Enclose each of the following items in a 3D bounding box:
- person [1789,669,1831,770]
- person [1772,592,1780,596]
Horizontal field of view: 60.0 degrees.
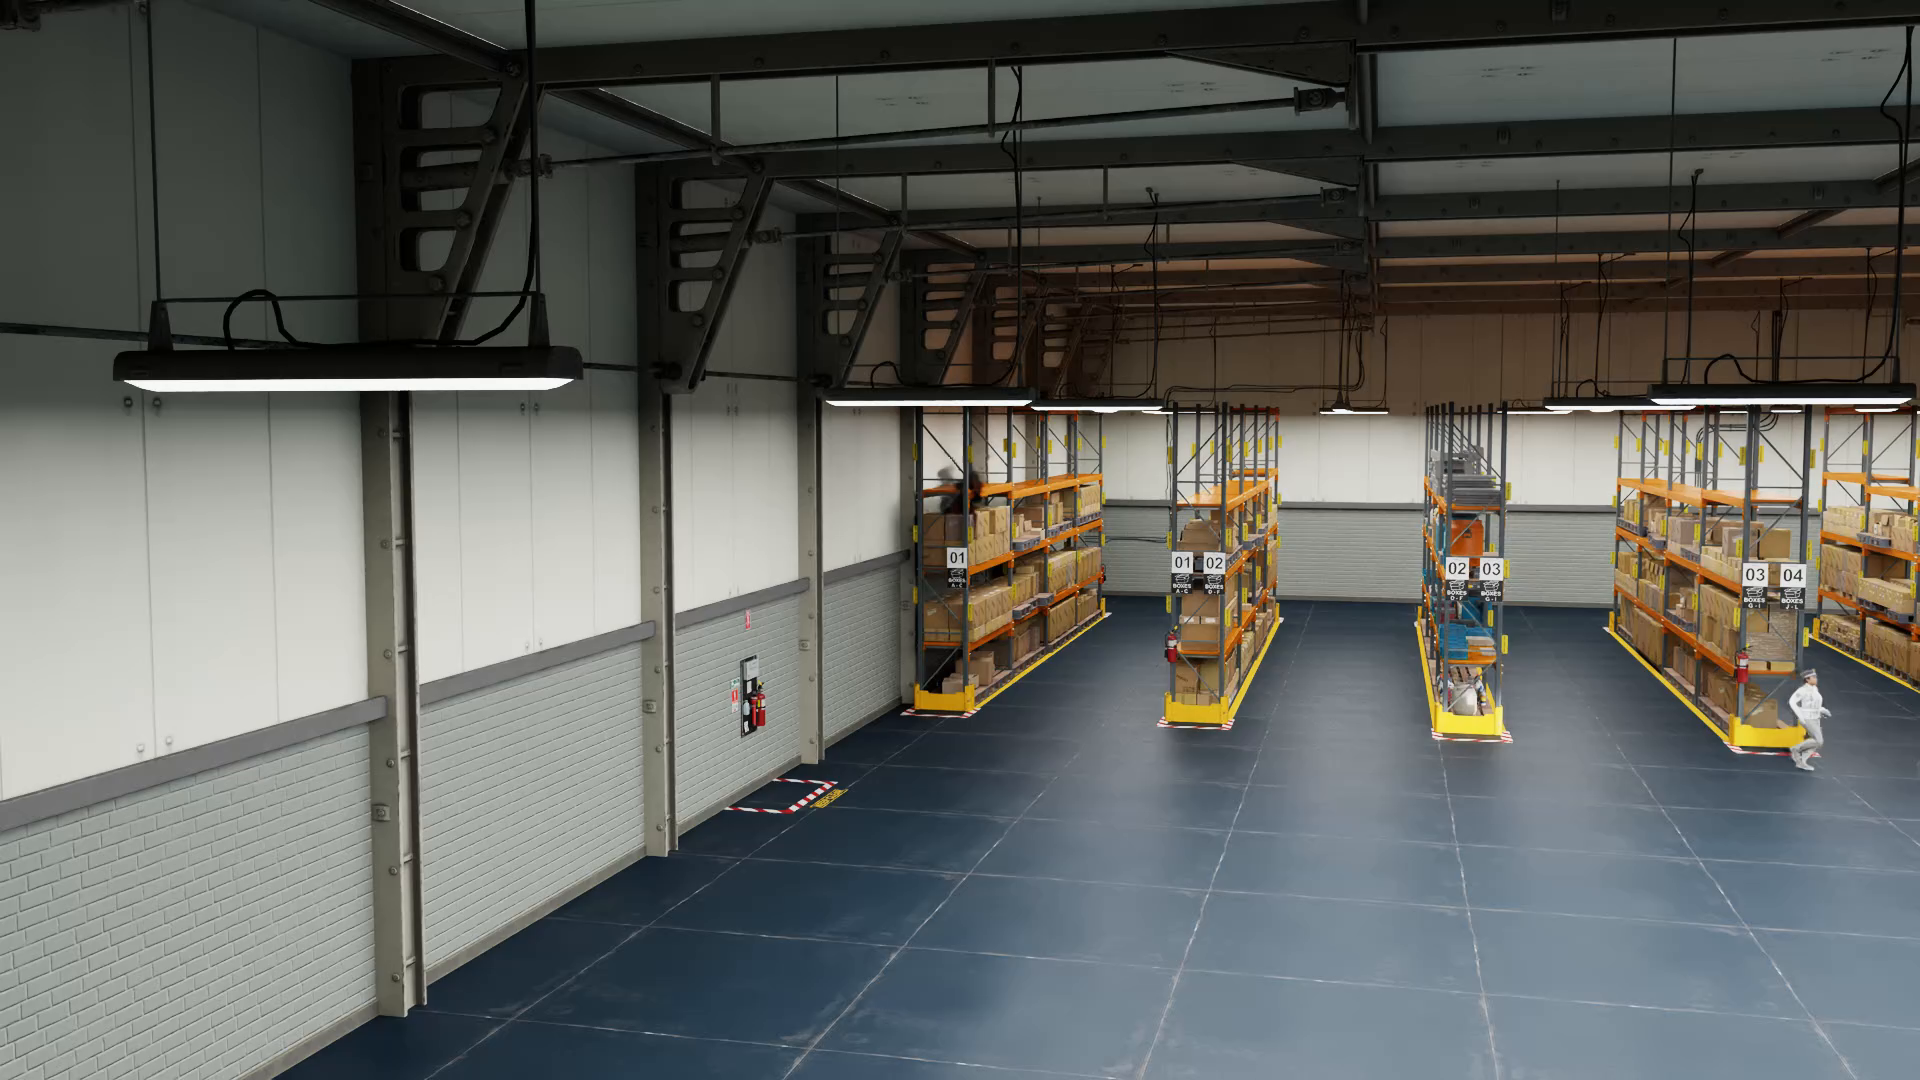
[{"bbox_3d":[13.812,2.912,26.969,0.616,1.652,0.543,-3,5,-38],"label":"person"},{"bbox_3d":[20.471,1.811,41.303,0.701,1.755,0.869,1,4,11],"label":"person"}]
